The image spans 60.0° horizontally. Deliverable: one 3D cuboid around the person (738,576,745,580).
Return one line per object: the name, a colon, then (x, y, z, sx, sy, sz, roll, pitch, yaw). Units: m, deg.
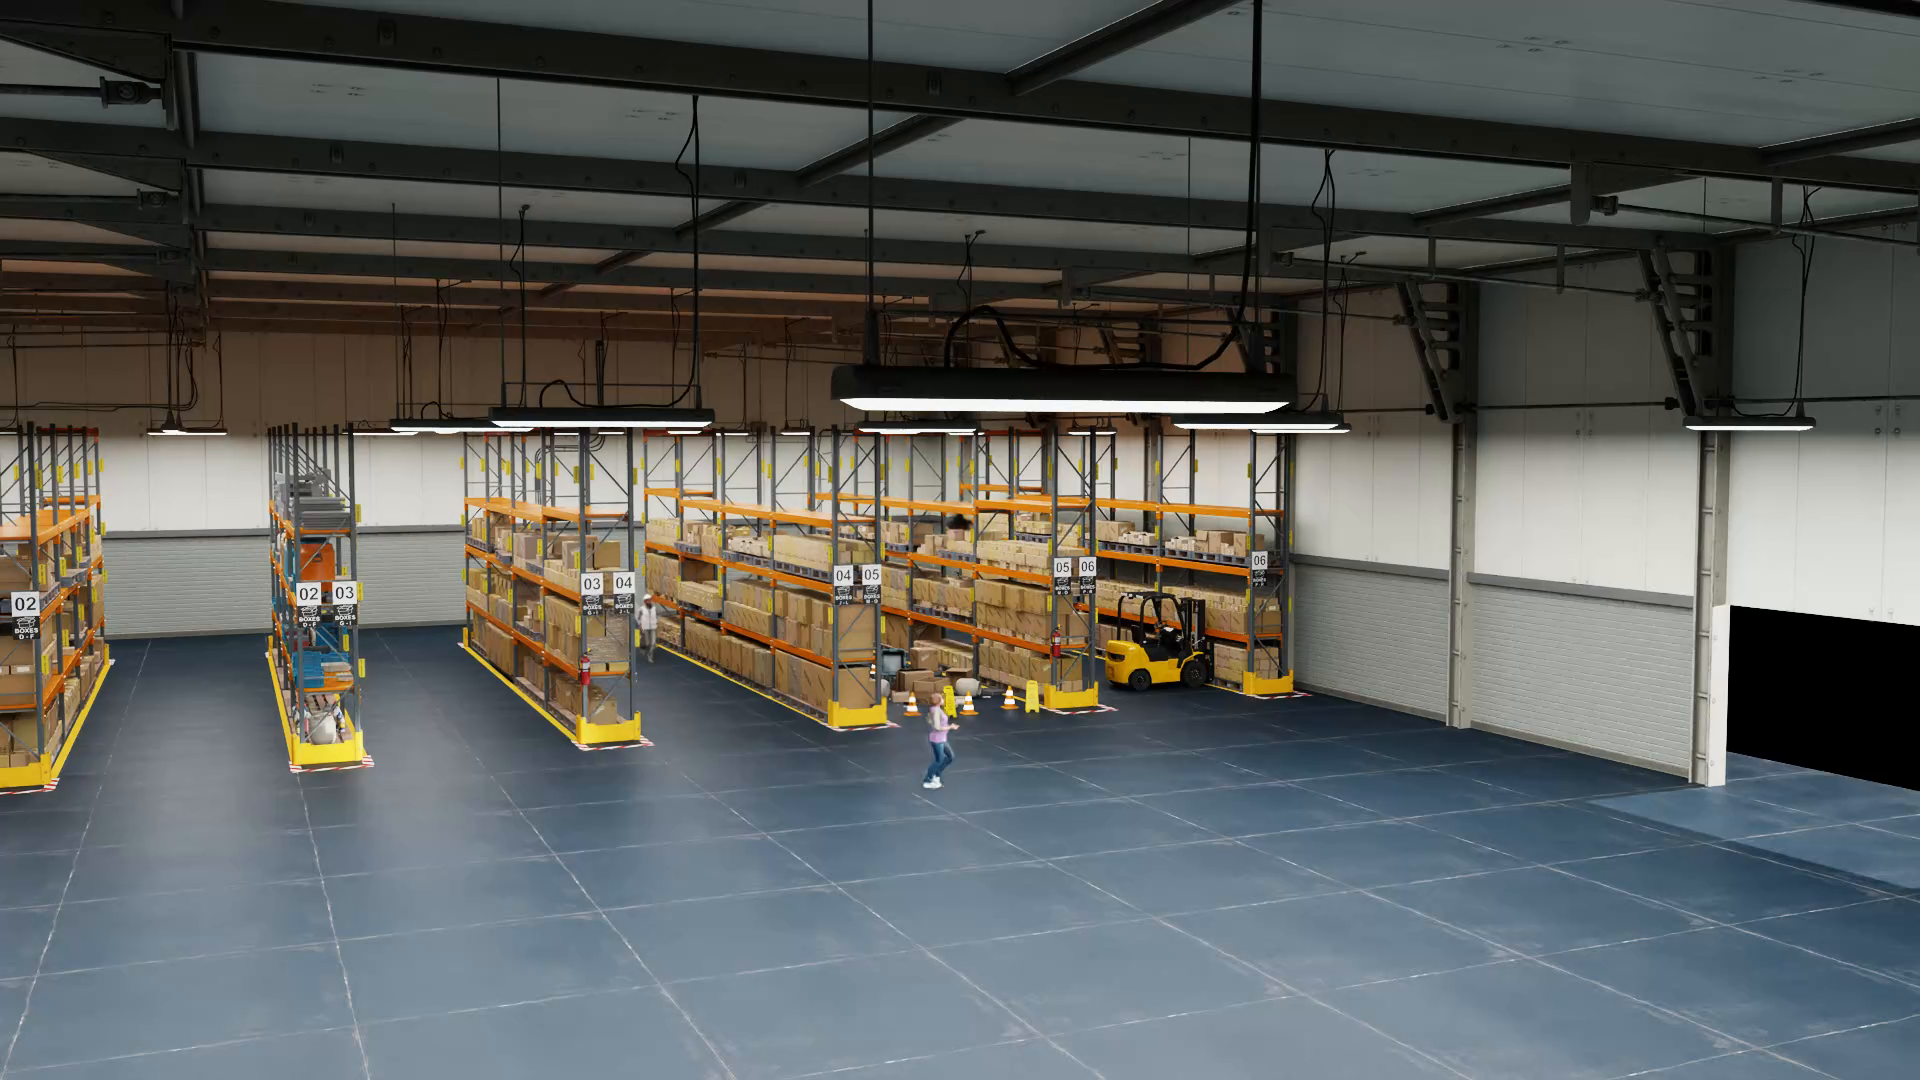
person: (-6.511, 1.880, 50.356, 0.618, 1.568, 0.546, -1, 4, -14)

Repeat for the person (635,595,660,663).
person: (-7.995, 2.265, 42.681, 0.668, 1.735, 0.601, -2, 4, -26)

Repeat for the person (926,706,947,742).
person: (-0.356, 2.988, 27.053, 0.310, 0.564, 0.479, 0, 3, 4)
